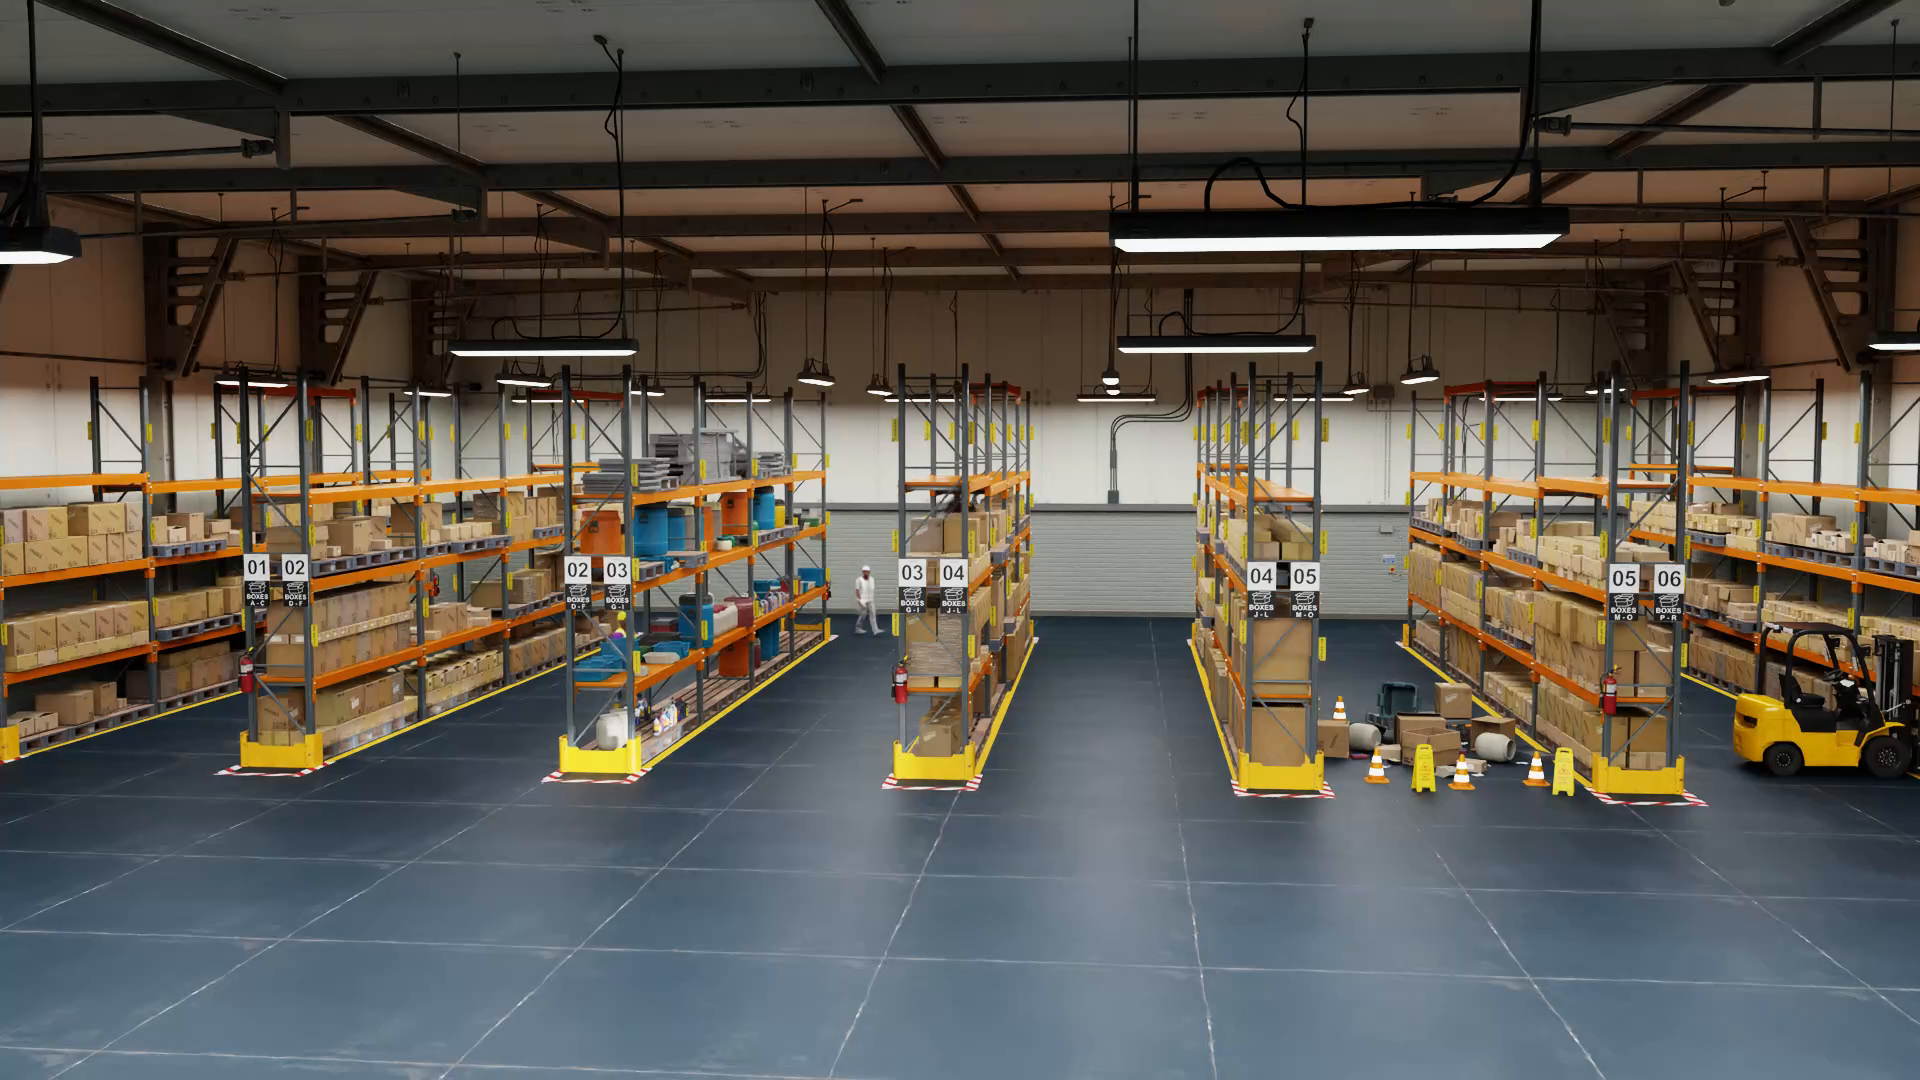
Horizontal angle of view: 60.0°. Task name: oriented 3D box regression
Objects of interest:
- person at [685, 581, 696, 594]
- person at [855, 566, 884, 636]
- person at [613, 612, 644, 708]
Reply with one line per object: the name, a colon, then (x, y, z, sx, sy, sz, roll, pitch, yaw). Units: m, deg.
person: (-5.804, 1.813, 36.294, 0.684, 1.816, 0.801, 1, 4, 22)
person: (-2.270, 1.492, 40.912, 0.588, 1.720, 1.014, -3, 5, -41)
person: (-6.019, 2.200, 30.272, 0.481, 1.808, 0.680, 3, 5, 36)
